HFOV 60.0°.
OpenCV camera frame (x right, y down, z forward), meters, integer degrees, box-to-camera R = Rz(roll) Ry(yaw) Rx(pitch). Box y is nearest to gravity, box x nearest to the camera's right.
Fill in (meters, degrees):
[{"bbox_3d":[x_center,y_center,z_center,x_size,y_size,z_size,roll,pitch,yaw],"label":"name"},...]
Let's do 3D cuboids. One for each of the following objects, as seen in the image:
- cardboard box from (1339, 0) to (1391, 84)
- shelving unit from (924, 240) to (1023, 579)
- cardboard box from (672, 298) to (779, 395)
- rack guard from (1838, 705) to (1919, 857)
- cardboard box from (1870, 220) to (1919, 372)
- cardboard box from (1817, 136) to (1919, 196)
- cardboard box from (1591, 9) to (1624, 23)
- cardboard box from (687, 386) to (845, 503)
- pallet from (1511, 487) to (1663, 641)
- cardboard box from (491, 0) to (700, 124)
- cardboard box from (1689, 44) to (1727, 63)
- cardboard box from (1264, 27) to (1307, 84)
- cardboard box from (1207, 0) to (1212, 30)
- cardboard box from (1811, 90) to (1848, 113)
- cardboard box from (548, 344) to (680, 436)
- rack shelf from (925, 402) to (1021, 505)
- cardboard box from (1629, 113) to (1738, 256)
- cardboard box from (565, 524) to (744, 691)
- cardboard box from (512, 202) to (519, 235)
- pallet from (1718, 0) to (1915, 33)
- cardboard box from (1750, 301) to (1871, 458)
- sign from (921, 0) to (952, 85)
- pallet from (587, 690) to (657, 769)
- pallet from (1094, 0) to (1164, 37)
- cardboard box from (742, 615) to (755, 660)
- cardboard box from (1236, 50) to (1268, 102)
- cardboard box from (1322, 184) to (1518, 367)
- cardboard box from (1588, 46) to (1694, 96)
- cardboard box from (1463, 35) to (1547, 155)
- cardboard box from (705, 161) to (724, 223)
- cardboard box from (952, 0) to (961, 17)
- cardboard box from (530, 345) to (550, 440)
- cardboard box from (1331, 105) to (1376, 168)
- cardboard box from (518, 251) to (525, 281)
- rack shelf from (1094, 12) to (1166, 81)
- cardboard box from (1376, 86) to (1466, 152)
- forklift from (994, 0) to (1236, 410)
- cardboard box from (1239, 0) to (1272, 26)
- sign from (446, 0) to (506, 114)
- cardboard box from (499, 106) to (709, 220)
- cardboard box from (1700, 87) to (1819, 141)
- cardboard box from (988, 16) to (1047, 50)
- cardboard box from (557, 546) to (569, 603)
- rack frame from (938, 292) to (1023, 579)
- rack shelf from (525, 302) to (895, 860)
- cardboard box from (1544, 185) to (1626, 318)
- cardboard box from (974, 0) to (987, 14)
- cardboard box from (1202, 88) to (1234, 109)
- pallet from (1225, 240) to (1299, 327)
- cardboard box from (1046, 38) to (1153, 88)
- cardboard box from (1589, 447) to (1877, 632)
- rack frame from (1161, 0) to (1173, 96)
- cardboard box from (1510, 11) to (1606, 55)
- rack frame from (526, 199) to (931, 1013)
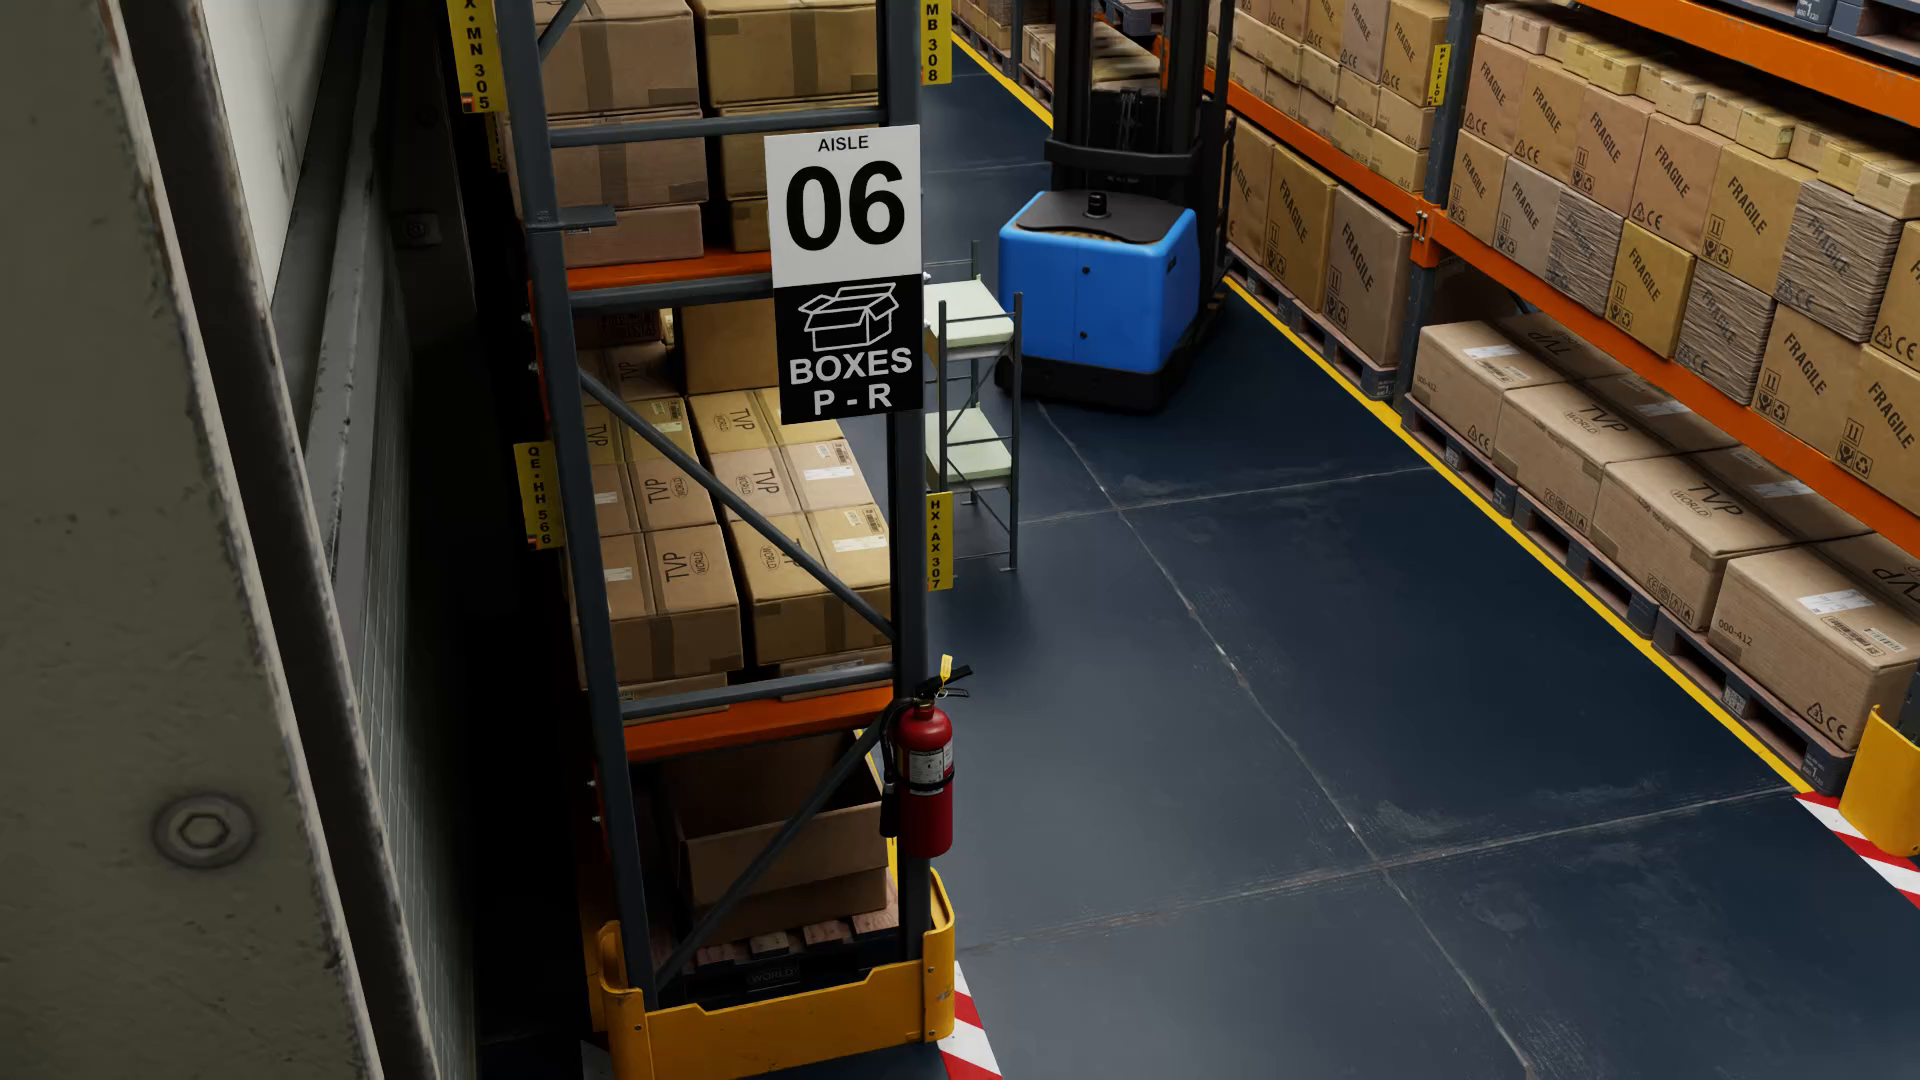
[{"bbox_3d":[2.625,-3.046,9.921,0.500,0.500,0.500,-7,31,-12],"label":"cardboard box"},{"bbox_3d":[-0.002,-0.652,8.380,0.431,1.500,0.755,-8,31,-13],"label":"shelving unit"},{"bbox_3d":[-0.852,-0.913,6.437,0.500,0.500,0.500,-7,31,-12],"label":"cardboard box"},{"bbox_3d":[4.198,0.887,6.719,1.175,0.500,0.348,-8,31,-13],"label":"rack guard"},{"bbox_3d":[3.834,-0.884,6.185,0.500,0.500,0.500,-7,31,-12],"label":"cardboard box"},{"bbox_3d":[3.636,-1.470,6.551,0.380,0.149,0.250,-7,31,-12],"label":"cardboard box"},{"bbox_3d":[3.484,-2.647,8.584,0.380,0.149,0.250,-7,31,-12],"label":"cardboard box"},{"bbox_3d":[-0.725,-0.352,6.216,0.500,0.250,0.500,-8,31,-14],"label":"cardboard box"},{"bbox_3d":[3.584,0.036,8.477,1.003,0.211,1.213,-8,31,-13],"label":"pallet"},{"bbox_3d":[-0.980,-1.301,4.363,0.500,0.250,0.500,-9,31,-15],"label":"cardboard box"},{"bbox_3d":[3.726,-2.290,7.966,0.380,0.149,0.250,-8,31,-14],"label":"cardboard box"},{"bbox_3d":[2.343,-3.206,10.945,0.500,0.250,0.500,-7,31,-12],"label":"cardboard box"},{"bbox_3d":[1.965,-3.945,12.221,0.500,0.250,0.500,-8,31,-14],"label":"cardboard box"},{"bbox_3d":[3.993,-1.927,7.339,0.380,0.149,0.250,-9,31,-14],"label":"cardboard box"},{"bbox_3d":[-1.372,-0.537,6.537,0.500,0.250,0.500,-8,31,-13],"label":"cardboard box"},{"bbox_3d":[-0.002,-0.370,8.543,0.431,0.370,0.720,-8,31,-13],"label":"rack shelf"},{"bbox_3d":[3.407,-1.615,7.448,0.500,0.500,0.500,-8,31,-14],"label":"cardboard box"},{"bbox_3d":[-0.971,0.204,5.256,0.500,0.250,0.500,-7,31,-12],"label":"cardboard box"},{"bbox_3d":[-2.708,-2.111,10.832,0.380,0.149,0.250,-9,31,-16],"label":"cardboard box"},{"bbox_3d":[3.657,-2.414,7.020,1.003,0.211,1.213,-8,31,-13],"label":"pallet"},{"bbox_3d":[3.690,-0.692,6.852,0.500,0.500,0.500,-8,31,-14],"label":"cardboard box"},{"bbox_3d":[-0.070,-1.294,4.124,0.100,0.325,0.005,-8,31,-13],"label":"sign"},{"bbox_3d":[-1.146,0.652,7.413,1.003,0.211,1.213,-8,31,-13],"label":"pallet"},{"bbox_3d":[1.777,-4.318,13.407,1.213,0.211,1.003,-8,31,-13],"label":"pallet"},{"bbox_3d":[-0.528,0.252,5.572,0.380,0.149,0.250,-7,31,-12],"label":"cardboard box"},{"bbox_3d":[2.243,-3.236,11.496,0.500,0.250,0.500,-7,31,-12],"label":"cardboard box"},{"bbox_3d":[2.888,-1.690,10.377,0.875,0.875,0.875,-7,31,-12],"label":"cardboard box"},{"bbox_3d":[3.205,-2.209,7.826,0.380,0.149,0.250,-9,31,-15],"label":"cardboard box"},{"bbox_3d":[3.023,-2.353,8.722,0.500,0.500,0.500,-8,31,-13],"label":"cardboard box"},{"bbox_3d":[-0.548,-1.043,4.813,0.380,0.149,0.250,-7,31,-12],"label":"cardboard box"},{"bbox_3d":[0.178,-5.991,18.431,0.500,0.250,0.500,-6,31,-10],"label":"cardboard box"},{"bbox_3d":[-2.070,-0.775,9.170,0.500,0.500,0.500,-8,31,-14],"label":"cardboard box"},{"bbox_3d":[2.634,-2.503,10.230,0.500,0.250,0.500,-8,31,-14],"label":"cardboard box"},{"bbox_3d":[-2.474,-1.526,10.468,0.500,0.500,0.500,-9,31,-15],"label":"cardboard box"},{"bbox_3d":[1.538,-4.725,14.638,1.077,0.370,4.000,-8,31,-13],"label":"rack shelf"},{"bbox_3d":[2.779,-2.471,9.675,0.500,0.250,0.500,-8,31,-13],"label":"cardboard box"},{"bbox_3d":[1.204,-2.769,10.609,1.130,2.935,3.031,11,32,18],"label":"forklift"},{"bbox_3d":[2.227,-3.786,11.198,0.500,0.500,0.500,-7,31,-12],"label":"cardboard box"},{"bbox_3d":[-1.133,-1.162,3.886,0.100,0.325,0.005,-8,31,-13],"label":"sign"},{"bbox_3d":[-0.973,-1.086,4.490,0.500,0.250,0.500,-8,31,-14],"label":"cardboard box"},{"bbox_3d":[3.460,-1.849,7.204,0.380,0.149,0.250,-7,31,-12],"label":"cardboard box"},{"bbox_3d":[0.591,-5.244,17.142,0.500,0.250,0.500,-6,31,-11],"label":"cardboard box"},{"bbox_3d":[-1.221,0.073,5.880,0.380,0.149,0.250,-8,31,-13],"label":"cardboard box"},{"bbox_3d":[0.095,-0.476,8.074,0.400,1.500,0.023,-8,31,-13],"label":"rack frame"},{"bbox_3d":[-1.124,-0.200,6.819,1.077,0.370,4.000,-8,31,-13],"label":"rack shelf"},{"bbox_3d":[3.258,-1.436,8.137,0.500,0.500,0.500,-8,31,-13],"label":"cardboard box"},{"bbox_3d":[0.454,-5.814,17.378,0.500,0.500,0.500,-7,31,-12],"label":"cardboard box"},{"bbox_3d":[2.172,-2.988,12.620,0.875,0.875,0.875,-8,31,-14],"label":"cardboard box"},{"bbox_3d":[2.525,-1.885,11.796,1.003,0.211,1.213,-8,31,-13],"label":"pallet"},{"bbox_3d":[1.342,-4.447,15.643,0.950,0.372,0.625,-6,31,-10],"label":"cardboard box"},{"bbox_3d":[3.669,-0.026,7.939,0.875,0.438,0.875,-7,31,-12],"label":"cardboard box"},{"bbox_3d":[2.068,-4.071,12.789,1.000,3.000,0.127,-8,31,-13],"label":"rack frame"},{"bbox_3d":[3.047,-2.587,8.480,0.380,0.149,0.250,-7,31,-13],"label":"cardboard box"},{"bbox_3d":[-0.593,0.455,4.970,1.000,3.000,0.127,-8,31,-13],"label":"rack frame"}]
